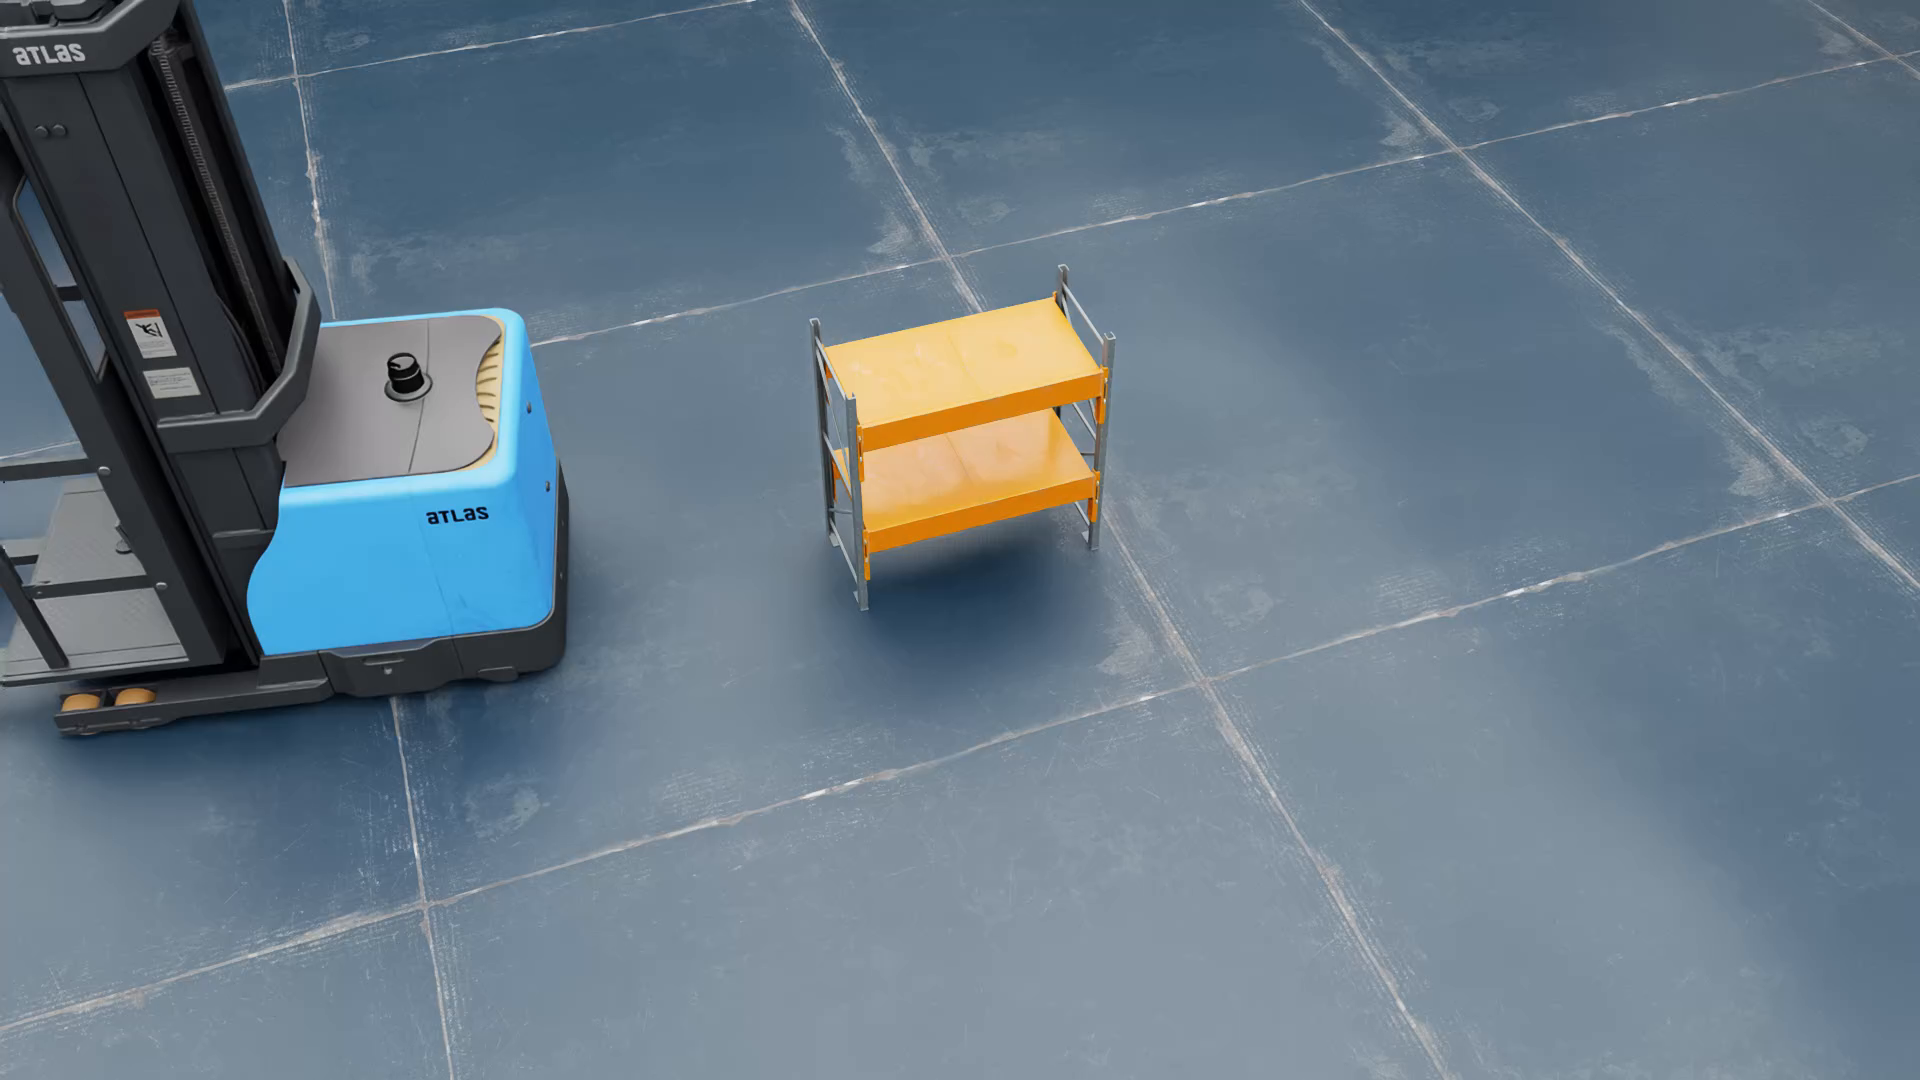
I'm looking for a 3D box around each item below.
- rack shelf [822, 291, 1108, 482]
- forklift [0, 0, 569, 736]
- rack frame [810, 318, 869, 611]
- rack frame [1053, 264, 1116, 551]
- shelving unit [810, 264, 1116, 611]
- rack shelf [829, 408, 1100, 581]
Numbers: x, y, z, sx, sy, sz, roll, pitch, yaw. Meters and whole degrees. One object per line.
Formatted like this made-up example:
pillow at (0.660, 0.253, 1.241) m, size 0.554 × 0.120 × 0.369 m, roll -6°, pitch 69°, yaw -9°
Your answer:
rack shelf at (0.006, -0.605, 6.455) m, size 1.000 × 0.278 × 0.538 m, roll -14°, pitch 47°, yaw -14°
forklift at (-3.111, -0.696, 5.684) m, size 3.031 × 2.935 × 1.130 m, roll -6°, pitch 45°, yaw -6°
rack frame at (-0.472, -0.276, 6.541) m, size 0.032 × 1.125 × 0.500 m, roll -14°, pitch 47°, yaw -14°
rack frame at (0.485, -0.521, 6.784) m, size 0.032 × 1.125 × 0.500 m, roll -14°, pitch 47°, yaw -14°
shelving unit at (0.006, -0.399, 6.663) m, size 1.048 × 1.125 × 0.538 m, roll -14°, pitch 47°, yaw -14°
rack shelf at (0.006, -0.226, 6.836) m, size 1.000 × 0.278 × 0.538 m, roll -14°, pitch 47°, yaw -14°
